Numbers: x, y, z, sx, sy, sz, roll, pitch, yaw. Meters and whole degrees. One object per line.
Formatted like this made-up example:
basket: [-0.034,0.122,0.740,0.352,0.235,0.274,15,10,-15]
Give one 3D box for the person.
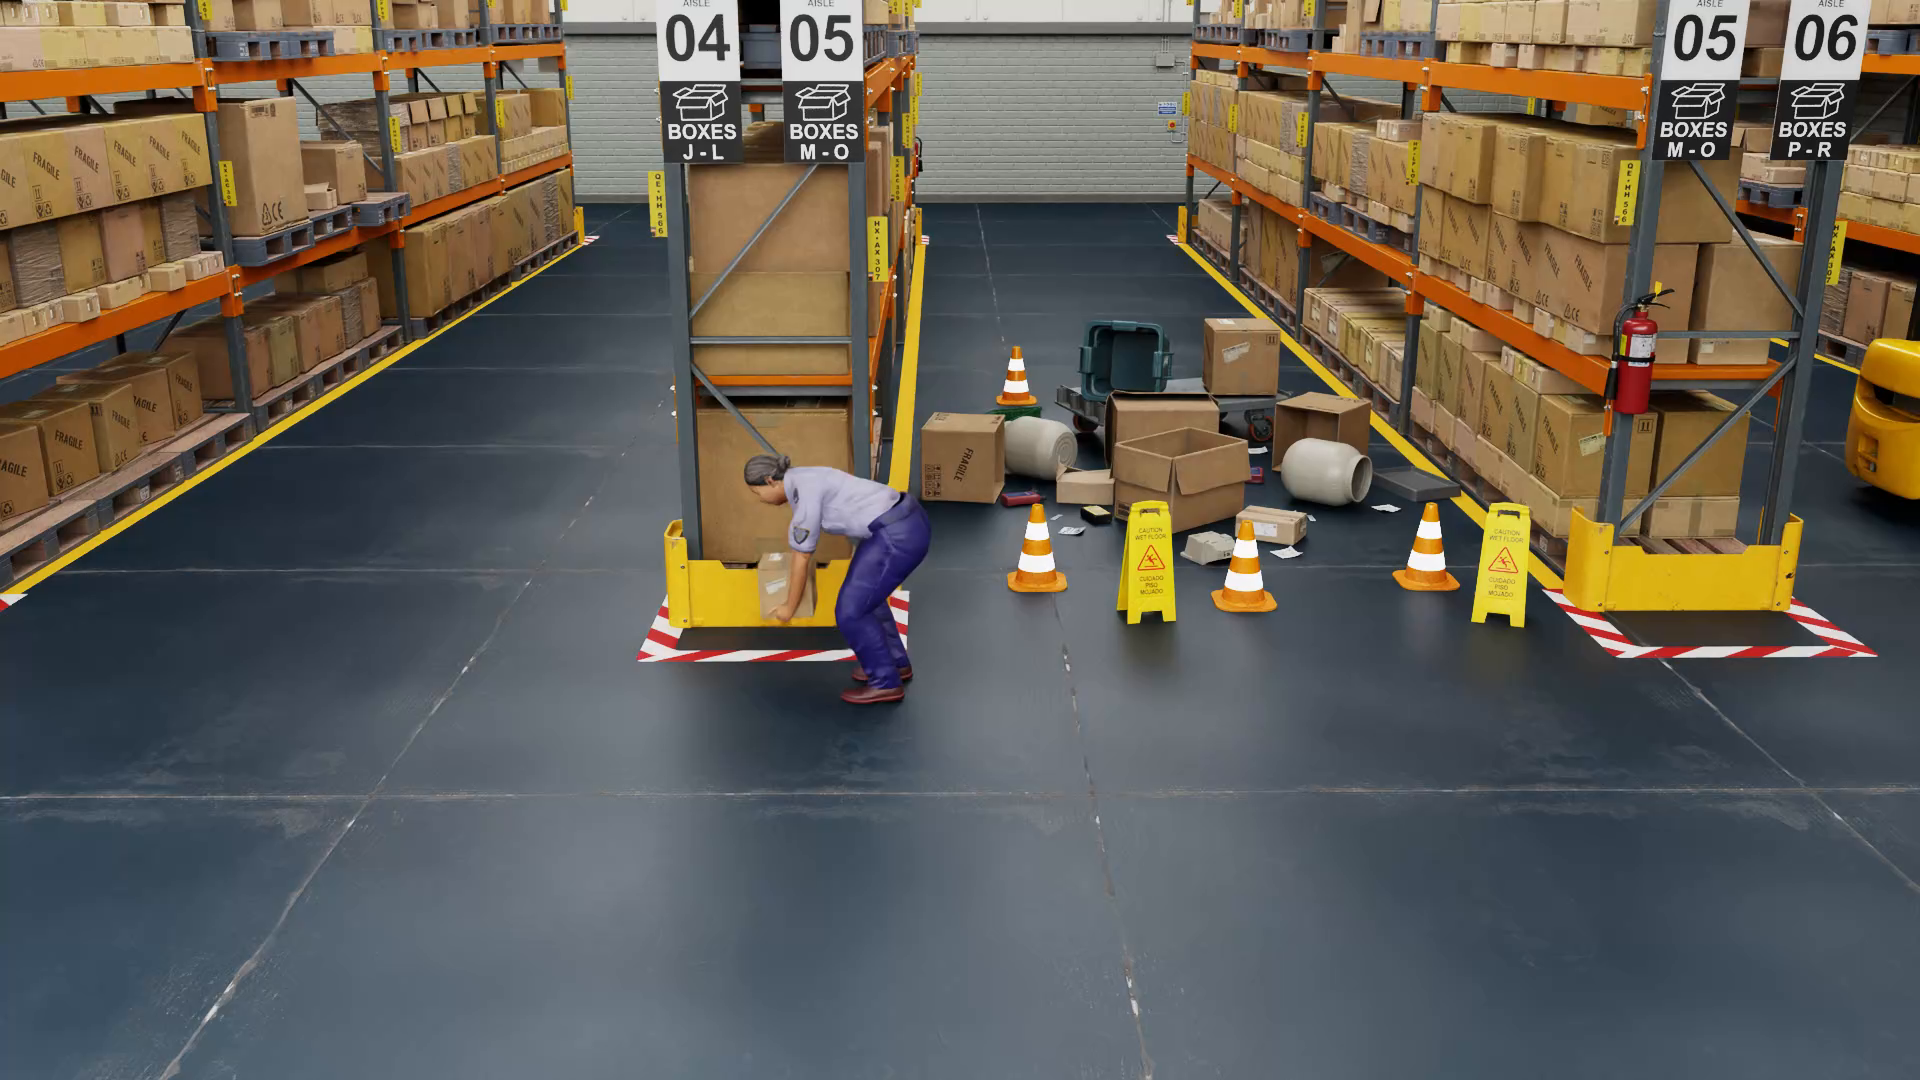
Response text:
person: [-0.569,0.163,7.863,0.868,1.169,0.488,1,17,2]
